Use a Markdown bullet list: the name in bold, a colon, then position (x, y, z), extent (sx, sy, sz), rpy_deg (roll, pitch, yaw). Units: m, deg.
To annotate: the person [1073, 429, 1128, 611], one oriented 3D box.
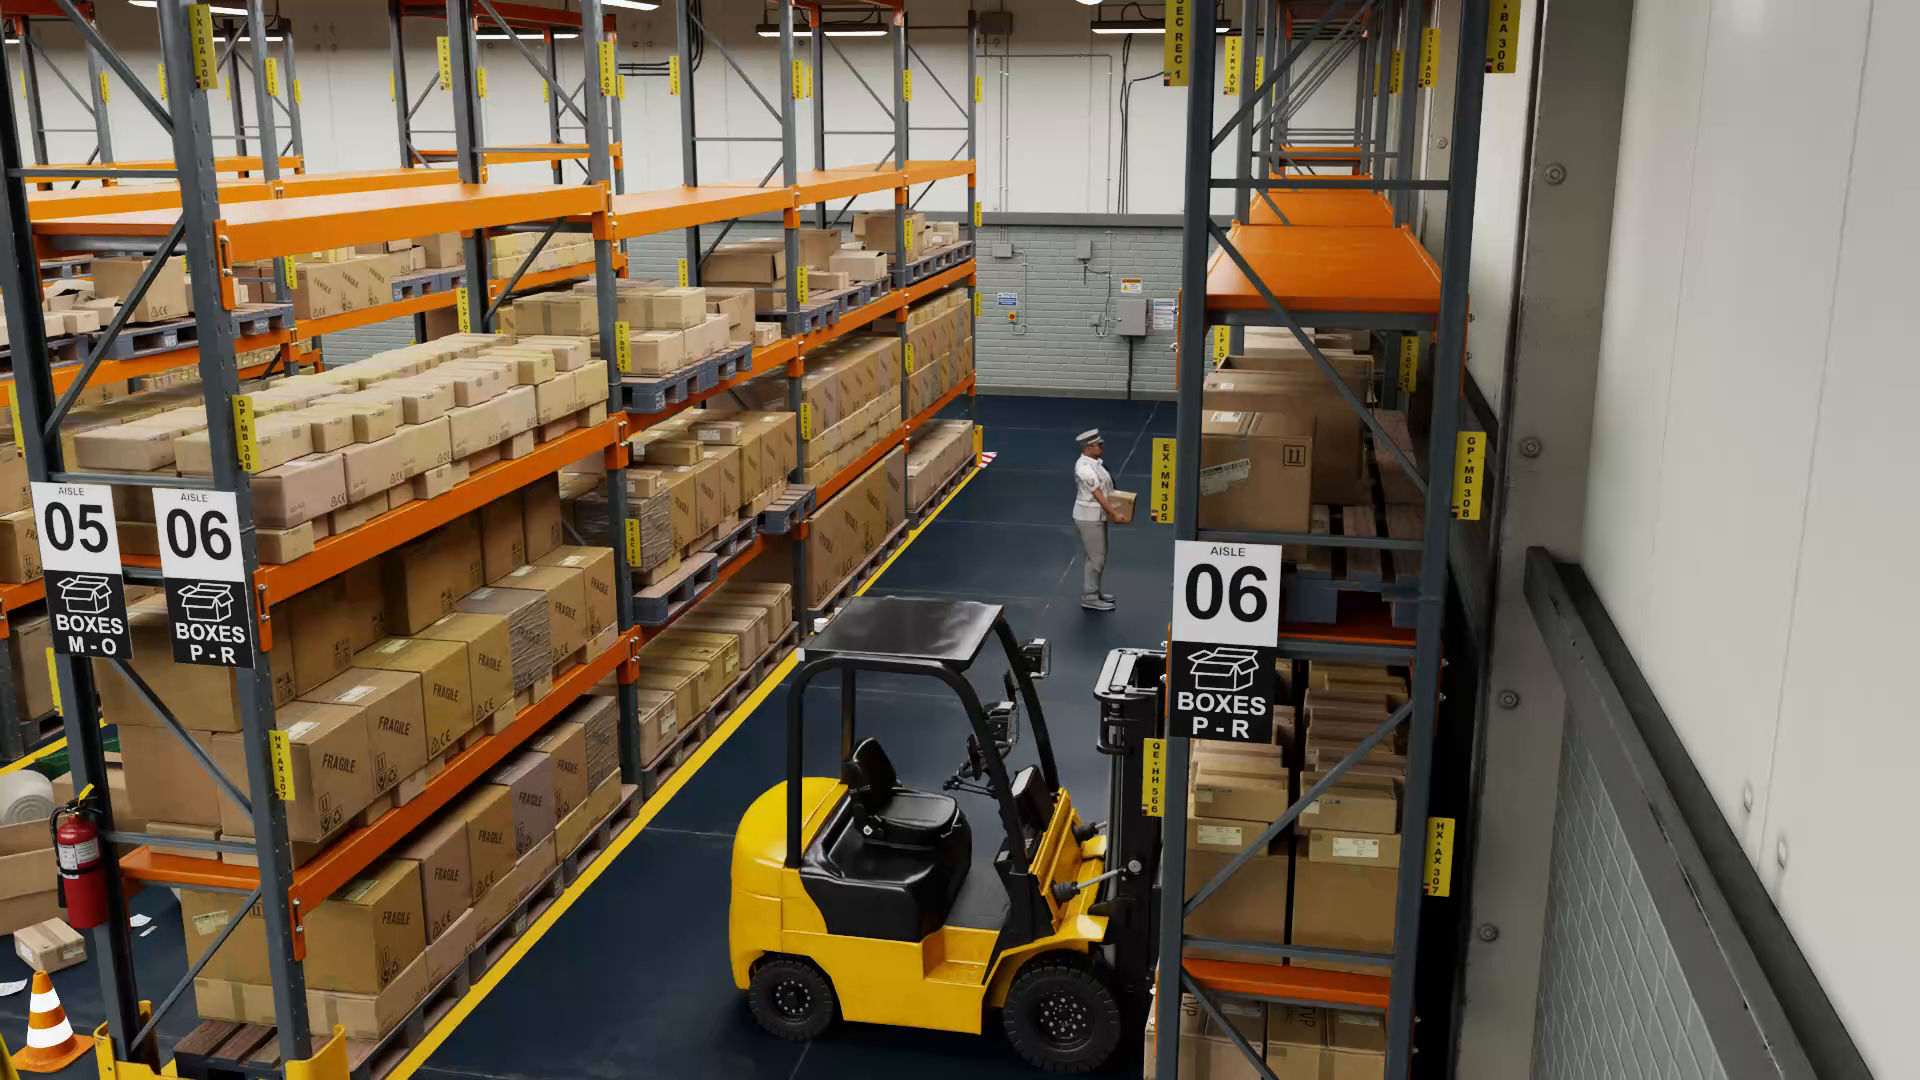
- **person**: position (1.388, -0.214, 16.293), extent (0.557, 1.769, 0.494), rpy_deg (3, 15, 12)
